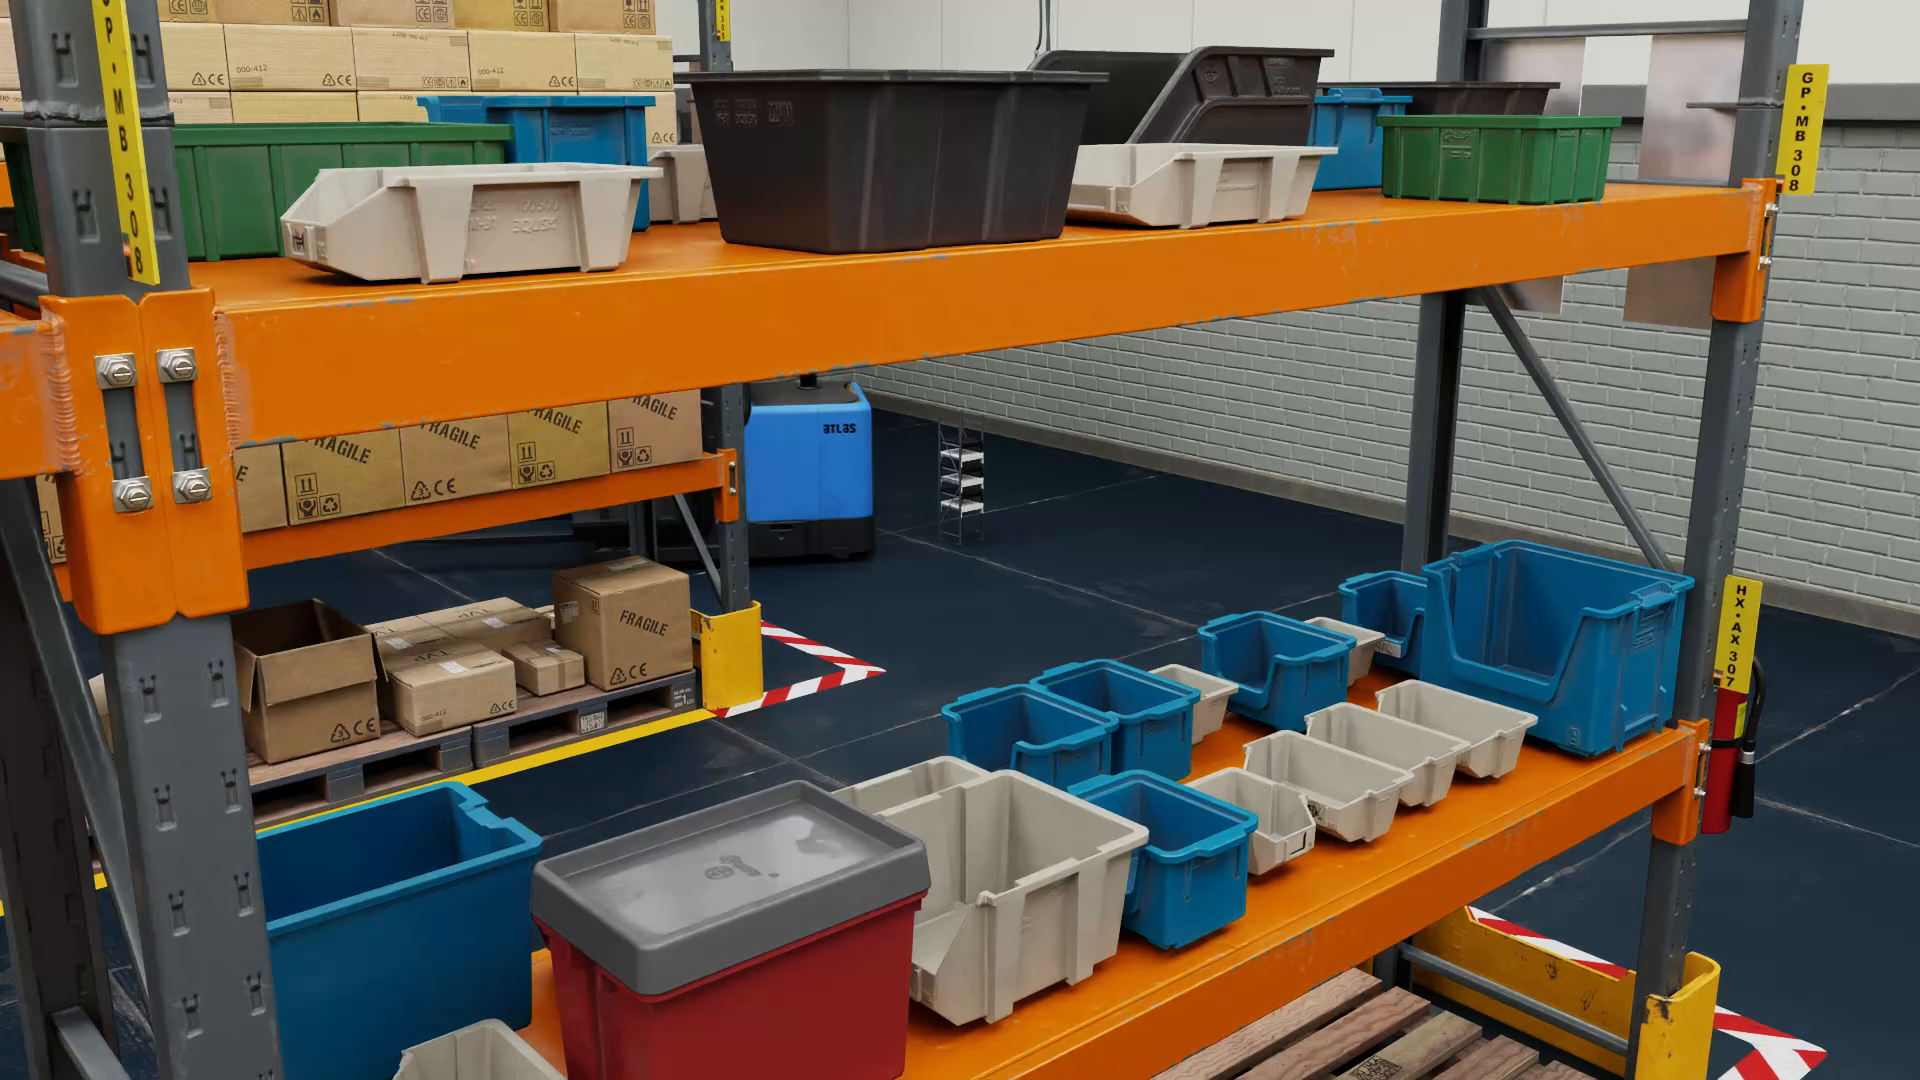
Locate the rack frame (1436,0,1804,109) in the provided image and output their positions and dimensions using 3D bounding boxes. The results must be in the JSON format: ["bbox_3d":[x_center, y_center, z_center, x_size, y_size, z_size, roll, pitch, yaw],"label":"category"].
[{"bbox_3d":[1.793,-2.660,4.273,0.127,3.000,1.000,-13,19,-39],"label":"rack frame"}]

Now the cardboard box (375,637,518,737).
[{"bbox_3d":[-2.441,0.684,7.852,0.500,0.250,0.500,-13,19,-39],"label":"cardboard box"}]

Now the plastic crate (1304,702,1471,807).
[{"bbox_3d":[1.068,0.556,4.251,0.243,0.136,0.396,-13,19,-39],"label":"plastic crate"}]

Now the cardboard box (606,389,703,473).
[{"bbox_3d":[-1.615,-0.646,8.164,0.500,0.500,0.500,-12,19,-38],"label":"cardboard box"}]

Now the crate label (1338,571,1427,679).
[{"bbox_3d":[1.390,0.268,5.144,0.303,0.233,0.416,-13,19,-39],"label":"crate label"}]

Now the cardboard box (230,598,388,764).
[{"bbox_3d":[-3.060,0.625,7.583,0.637,0.503,0.797,-13,19,-39],"label":"cardboard box"}]

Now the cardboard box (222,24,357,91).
[{"bbox_3d":[-2.806,-1.954,6.762,0.500,0.250,0.500,-13,19,-39],"label":"cardboard box"}]

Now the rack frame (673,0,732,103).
[{"bbox_3d":[-1.456,-3.625,7.885,0.127,3.000,1.000,-13,19,-39],"label":"rack frame"}]

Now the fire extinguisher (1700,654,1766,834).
[{"bbox_3d":[2.205,0.518,4.869,0.183,0.674,0.296,-13,19,-39],"label":"fire extinguisher"}]

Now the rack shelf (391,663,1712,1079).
[{"bbox_3d":[0.284,0.924,3.871,4.000,0.370,1.077,-13,19,-39],"label":"rack shelf"}]

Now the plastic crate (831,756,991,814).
[{"bbox_3d":[-0.108,0.660,3.860,0.466,0.136,0.293,-13,19,-39],"label":"plastic crate"}]

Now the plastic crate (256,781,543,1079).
[{"bbox_3d":[-1.096,0.749,3.049,0.575,0.384,0.392,-13,19,-39],"label":"plastic crate"}]

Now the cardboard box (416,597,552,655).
[{"bbox_3d":[-2.430,0.510,8.502,0.500,0.250,0.500,-13,19,-39],"label":"cardboard box"}]

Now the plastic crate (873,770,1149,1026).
[{"bbox_3d":[0.048,0.721,3.352,0.530,0.282,0.437,-13,19,-39],"label":"plastic crate"}]

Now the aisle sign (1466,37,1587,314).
[{"bbox_3d":[1.652,-1.088,4.973,0.004,0.787,0.394,-13,19,-39],"label":"aisle sign"}]

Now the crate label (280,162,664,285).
[{"bbox_3d":[-0.666,-0.433,2.257,0.466,0.136,0.293,-13,19,-39],"label":"crate label"}]

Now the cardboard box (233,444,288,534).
[{"bbox_3d":[-3.147,-0.303,6.877,0.500,0.500,0.500,-13,20,-40],"label":"cardboard box"}]

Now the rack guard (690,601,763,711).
[{"bbox_3d":[-1.513,0.493,8.934,0.348,0.500,1.175,-13,19,-39],"label":"rack guard"}]

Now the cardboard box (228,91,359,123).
[{"bbox_3d":[-2.811,-1.714,6.833,0.500,0.250,0.500,-13,19,-39],"label":"cardboard box"}]

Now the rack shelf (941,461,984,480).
[{"bbox_3d":[0.006,-0.491,11.624,0.200,0.077,0.258,-13,19,-39],"label":"rack shelf"}]

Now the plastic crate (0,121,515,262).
[{"bbox_3d":[-1.104,-0.562,2.639,0.662,0.188,0.450,-13,19,-39],"label":"plastic crate"}]

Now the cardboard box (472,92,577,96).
[{"bbox_3d":[-2.055,-1.883,7.464,0.500,0.250,0.500,-13,19,-39],"label":"cardboard box"}]

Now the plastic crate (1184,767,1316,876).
[{"bbox_3d":[0.663,0.662,3.855,0.250,0.136,0.298,-13,19,-39],"label":"plastic crate"}]

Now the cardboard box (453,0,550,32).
[{"bbox_3d":[-2.265,-2.549,7.537,0.500,0.500,0.700,-13,19,-39],"label":"cardboard box"}]

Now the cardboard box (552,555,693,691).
[{"bbox_3d":[-1.704,0.408,8.401,0.500,0.500,0.500,-13,19,-39],"label":"cardboard box"}]

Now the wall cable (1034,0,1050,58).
[{"bbox_3d":[-0.209,-3.978,15.220,0.112,2.526,3.097,-13,19,-39],"label":"wall cable"}]

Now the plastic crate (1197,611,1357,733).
[{"bbox_3d":[0.894,0.379,4.727,0.300,0.233,0.416,-13,19,-39],"label":"plastic crate"}]

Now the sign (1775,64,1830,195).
[{"bbox_3d":[2.166,-1.056,4.283,0.005,0.325,0.100,-13,19,-39],"label":"sign"}]

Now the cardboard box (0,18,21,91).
[{"bbox_3d":[-3.568,-1.787,6.136,0.500,0.250,0.500,-13,19,-39],"label":"cardboard box"}]

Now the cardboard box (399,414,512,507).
[{"bbox_3d":[-2.384,-0.474,7.520,0.500,0.500,0.500,-12,19,-39],"label":"cardboard box"}]

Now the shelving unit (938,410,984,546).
[{"bbox_3d":[0.006,-0.436,11.639,0.210,0.900,0.258,-13,19,-39],"label":"shelving unit"}]

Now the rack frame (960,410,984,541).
[{"bbox_3d":[0.083,-0.453,11.703,0.006,0.900,0.240,-13,19,-39],"label":"rack frame"}]

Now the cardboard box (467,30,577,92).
[{"bbox_3d":[-2.053,-2.124,7.398,0.500,0.250,0.500,-13,19,-39],"label":"cardboard box"}]

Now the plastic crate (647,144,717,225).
[{"bbox_3d":[-0.515,-0.696,3.241,0.466,0.136,0.293,-13,19,-39],"label":"plastic crate"}]

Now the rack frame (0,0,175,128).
[{"bbox_3d":[-1.225,-1.983,1.736,0.127,3.000,1.000,-13,19,-39],"label":"rack frame"}]

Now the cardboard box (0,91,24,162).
[{"bbox_3d":[-3.564,-1.544,6.197,0.500,0.250,0.500,-13,19,-39],"label":"cardboard box"}]

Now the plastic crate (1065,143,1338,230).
[{"bbox_3d":[0.397,-0.686,3.202,0.530,0.136,0.437,-13,19,-39],"label":"plastic crate"}]

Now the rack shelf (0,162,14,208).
[{"bbox_3d":[-2.965,-1.490,7.097,4.000,0.370,1.077,-13,19,-39],"label":"rack shelf"}]

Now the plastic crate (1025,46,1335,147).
[{"bbox_3d":[0.460,-0.976,3.899,0.767,0.338,0.504,-13,19,-39],"label":"plastic crate"}]

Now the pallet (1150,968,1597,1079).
[{"bbox_3d":[1.145,1.717,4.912,1.213,0.211,1.003,-13,19,-39],"label":"pallet"}]

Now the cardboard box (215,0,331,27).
[{"bbox_3d":[-3.011,-2.377,6.893,0.500,0.500,0.700,-13,19,-39],"label":"cardboard box"}]

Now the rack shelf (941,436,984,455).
[{"bbox_3d":[0.006,-0.665,11.578,0.200,0.077,0.258,-13,19,-39],"label":"rack shelf"}]

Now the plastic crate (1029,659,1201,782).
[{"bbox_3d":[0.397,0.491,4.309,0.300,0.233,0.416,-13,19,-39],"label":"plastic crate"}]

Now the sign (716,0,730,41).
[{"bbox_3d":[-1.107,-2.493,7.741,0.005,0.325,0.100,-13,19,-39],"label":"sign"}]

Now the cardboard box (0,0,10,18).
[{"bbox_3d":[-3.661,-2.177,6.143,0.500,0.500,0.700,-13,19,-39],"label":"cardboard box"}]

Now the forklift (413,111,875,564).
[{"bbox_3d":[-2.136,-1.342,11.093,3.031,2.935,1.130,-2,15,-8],"label":"forklift"}]

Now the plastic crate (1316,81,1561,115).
[{"bbox_3d":[1.319,-1.137,4.636,0.590,0.269,0.497,-13,19,-39],"label":"plastic crate"}]

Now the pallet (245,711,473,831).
[{"bbox_3d":[-3.034,0.974,7.695,1.213,0.211,1.003,-13,19,-39],"label":"pallet"}]

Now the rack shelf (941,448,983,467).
[{"bbox_3d":[0.006,-0.578,11.601,0.200,0.077,0.258,-13,19,-39],"label":"rack shelf"}]
